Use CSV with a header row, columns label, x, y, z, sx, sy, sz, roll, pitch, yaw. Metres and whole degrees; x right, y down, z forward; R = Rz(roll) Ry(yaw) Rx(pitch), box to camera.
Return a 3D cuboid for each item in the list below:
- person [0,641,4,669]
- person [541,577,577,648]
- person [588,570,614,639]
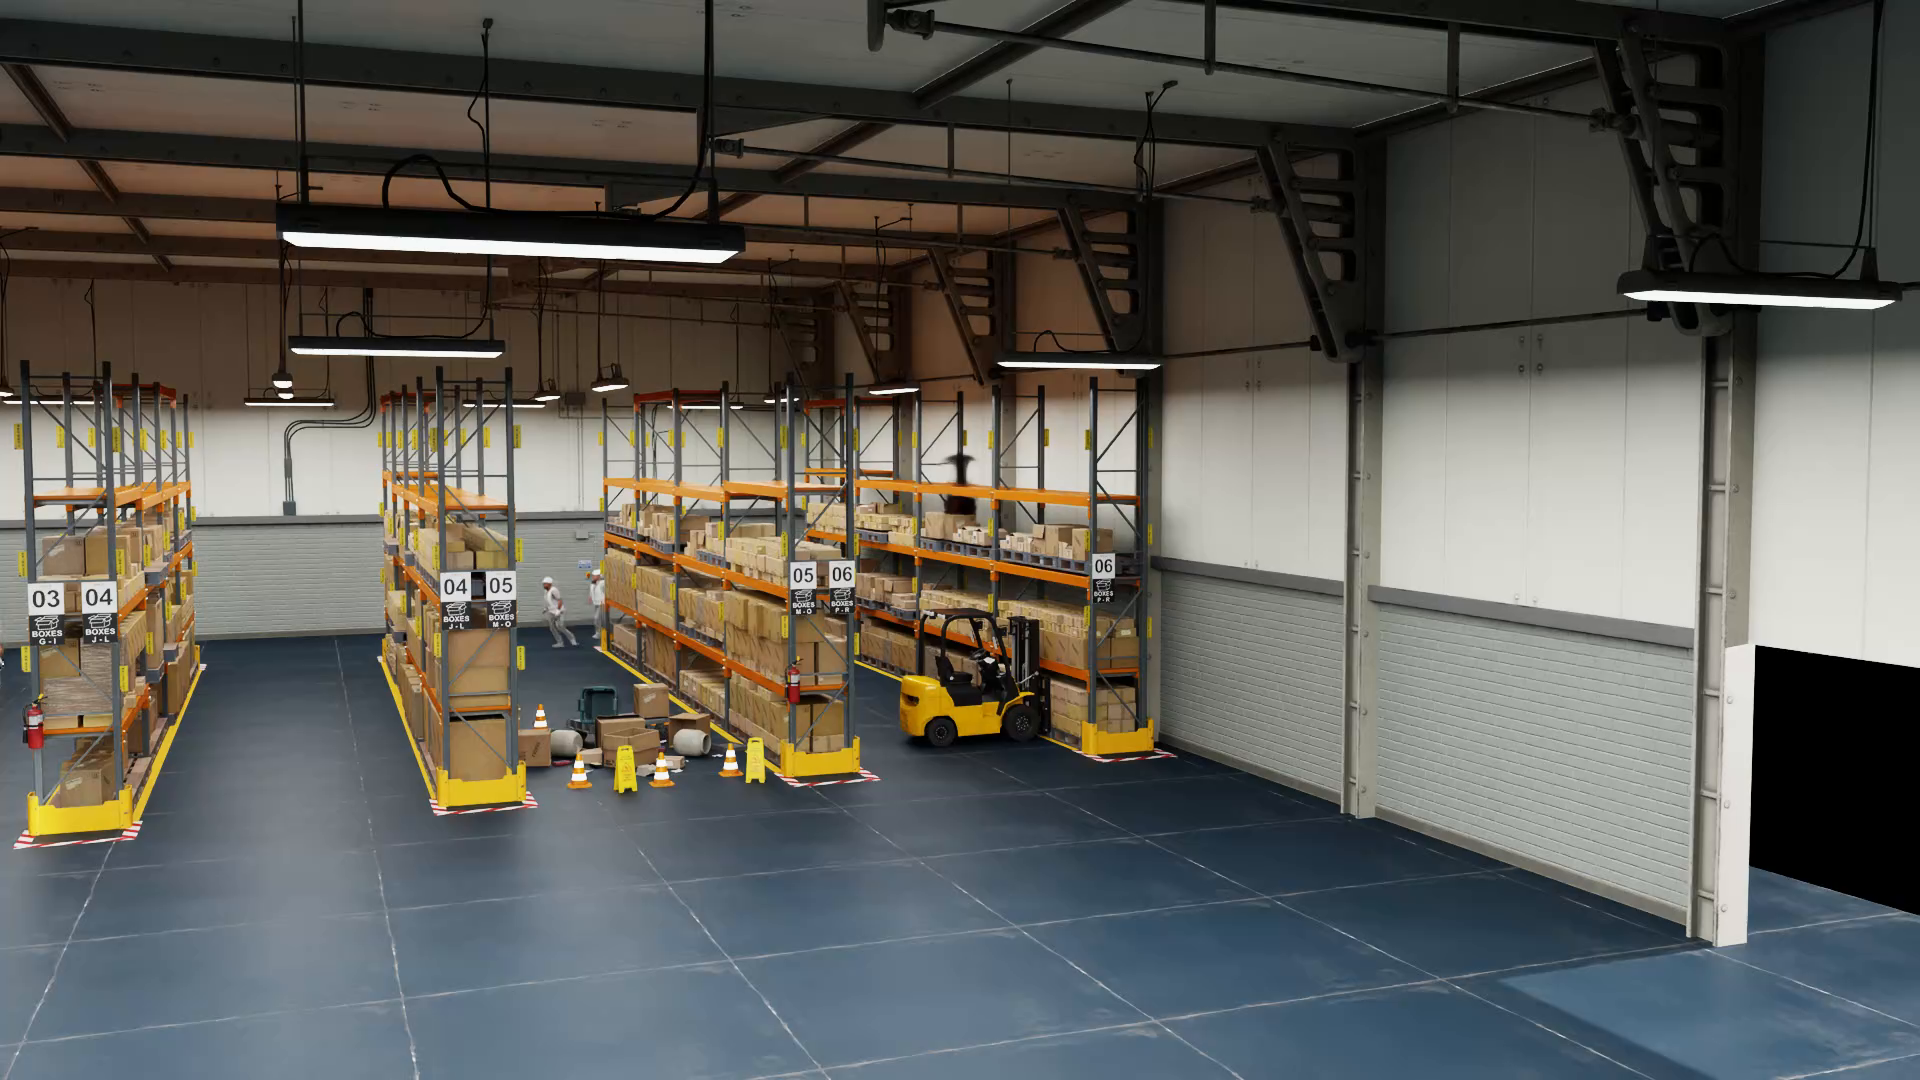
label,x,y,z,sx,sy,sz,roll,pitch,yaw
person,-17.950,2.301,30.564,0.661,1.728,0.647,-2,4,-24
person,-9.672,1.741,40.047,0.789,1.720,0.652,-3,4,-38
person,-9.045,1.612,42.121,0.655,1.732,0.806,3,4,39
